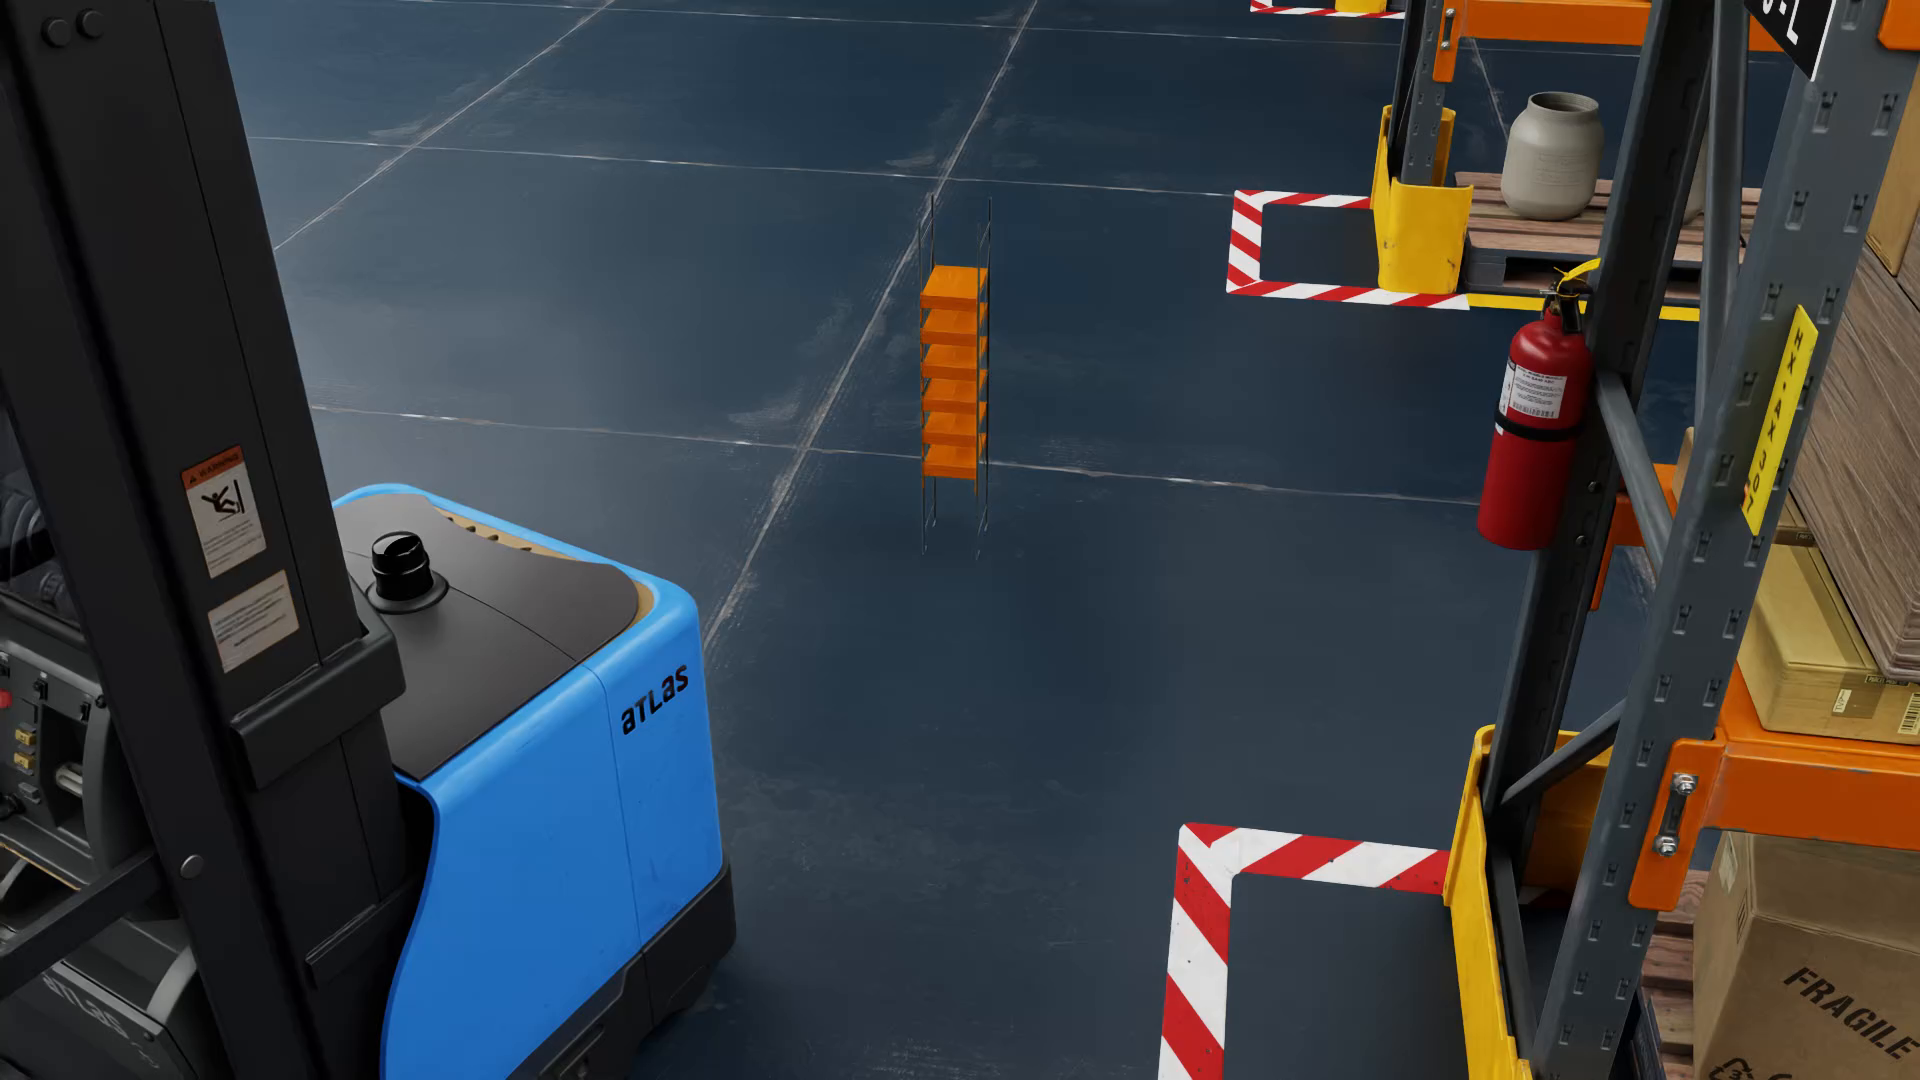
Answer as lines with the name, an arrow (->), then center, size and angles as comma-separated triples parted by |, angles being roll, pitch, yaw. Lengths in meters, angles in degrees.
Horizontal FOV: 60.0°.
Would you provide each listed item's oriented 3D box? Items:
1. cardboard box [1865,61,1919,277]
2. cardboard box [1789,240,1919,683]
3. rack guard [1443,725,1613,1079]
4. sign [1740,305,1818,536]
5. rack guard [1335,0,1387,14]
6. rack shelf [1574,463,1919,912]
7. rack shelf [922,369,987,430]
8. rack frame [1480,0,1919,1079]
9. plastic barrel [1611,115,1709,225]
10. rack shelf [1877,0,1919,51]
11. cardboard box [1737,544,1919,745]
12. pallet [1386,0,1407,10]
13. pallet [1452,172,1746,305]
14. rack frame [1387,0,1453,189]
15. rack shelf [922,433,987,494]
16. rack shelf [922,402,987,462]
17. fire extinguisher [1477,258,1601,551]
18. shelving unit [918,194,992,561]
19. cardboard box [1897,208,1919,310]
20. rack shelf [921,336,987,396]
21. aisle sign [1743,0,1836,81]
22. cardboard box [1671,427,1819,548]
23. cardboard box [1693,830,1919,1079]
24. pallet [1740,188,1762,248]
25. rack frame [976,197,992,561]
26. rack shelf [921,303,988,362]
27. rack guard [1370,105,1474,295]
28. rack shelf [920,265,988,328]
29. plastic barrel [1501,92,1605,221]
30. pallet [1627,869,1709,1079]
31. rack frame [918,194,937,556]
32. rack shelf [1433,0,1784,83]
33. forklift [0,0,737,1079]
cardboard box -> 1.842, -0.758, 2.817 | 0.500, 0.500, 0.500 | 5, 32, 8
cardboard box -> 1.795, -0.190, 2.852 | 0.500, 0.500, 0.875 | 5, 32, 8
rack guard -> 1.333, 0.981, 3.712 | 0.348, 0.500, 1.175 | 5, 32, 8
sign -> 1.167, -0.169, 2.376 | 0.005, 0.325, 0.100 | 5, 32, 8
rack guard -> 2.905, -4.209, 12.003 | 0.348, 0.500, 1.175 | 5, 32, 8
rack shelf -> 3.229, 0.398, 2.965 | 4.000, 0.370, 1.077 | 5, 32, 8
rack shelf -> -0.014, -0.472, 5.457 | 0.180, 0.103, 0.258 | 5, 32, 8
rack frame -> 1.258, -0.085, 3.059 | 0.127, 3.000, 1.000 | 5, 32, 8
plastic barrel -> 3.247, -1.736, 7.645 | 0.421, 0.512, 0.421 | 0, 32, 0
rack shelf -> 3.229, -0.873, 2.169 | 4.000, 0.370, 1.077 | 5, 32, 8
cardboard box -> 1.499, 0.171, 2.886 | 0.250, 0.149, 0.380 | 5, 32, 8
pallet -> 3.689, -4.038, 12.002 | 1.213, 0.211, 1.003 | 5, 32, 8
pallet -> 2.974, -1.436, 7.846 | 1.213, 0.211, 1.003 | 5, 32, 8
rack frame -> 2.091, -2.676, 7.198 | 0.127, 3.000, 1.000 | 5, 32, 8
rack shelf -> -0.014, -0.269, 5.585 | 0.180, 0.103, 0.258 | 5, 32, 8
rack shelf -> -0.014, -0.370, 5.521 | 0.180, 0.103, 0.258 | 5, 32, 8
fire extinguisher -> 1.223, -0.304, 3.481 | 0.183, 0.674, 0.296 | 5, 32, 8
shelving unit -> -0.014, -0.510, 5.434 | 0.189, 1.200, 0.258 | 5, 32, 8
cardboard box -> 1.754, -0.486, 2.382 | 0.500, 0.500, 0.500 | 5, 32, 8
rack shelf -> -0.014, -0.574, 5.394 | 0.180, 0.103, 0.258 | 5, 32, 8
aisle sign -> 1.146, -1.036, 2.128 | 0.004, 0.787, 0.394 | 5, 32, 8
cardboard box -> 1.574, -0.061, 3.258 | 0.250, 0.149, 0.380 | 5, 32, 8
cardboard box -> 1.871, 0.861, 3.508 | 0.500, 0.500, 0.500 | 11, 34, 17
pallet -> 4.173, -1.326, 7.670 | 1.213, 0.211, 1.003 | 5, 32, 8
rack frame -> 0.076, -0.502, 5.421 | 0.006, 1.200, 0.240 | 5, 32, 8
rack shelf -> -0.014, -0.676, 5.330 | 0.180, 0.103, 0.258 | 5, 32, 8
rack guard -> 2.174, -1.634, 7.889 | 0.348, 0.500, 1.175 | 5, 32, 8
rack shelf -> -0.014, -0.777, 5.266 | 0.180, 0.103, 0.258 | 5, 32, 8
plastic barrel -> 2.753, -1.780, 7.716 | 0.421, 0.512, 0.421 | 0, 32, 0
pallet -> 2.128, 1.194, 3.643 | 1.213, 0.211, 1.003 | 5, 32, 8
rack frame -> -0.104, -0.518, 5.447 | 0.006, 1.200, 0.240 | 5, 32, 8
rack shelf -> 4.063, -2.192, 7.103 | 4.000, 0.370, 1.077 | 5, 32, 8
forklift -> -1.743, 0.310, 2.492 | 1.130, 2.935, 3.031 | 18, 36, 26
